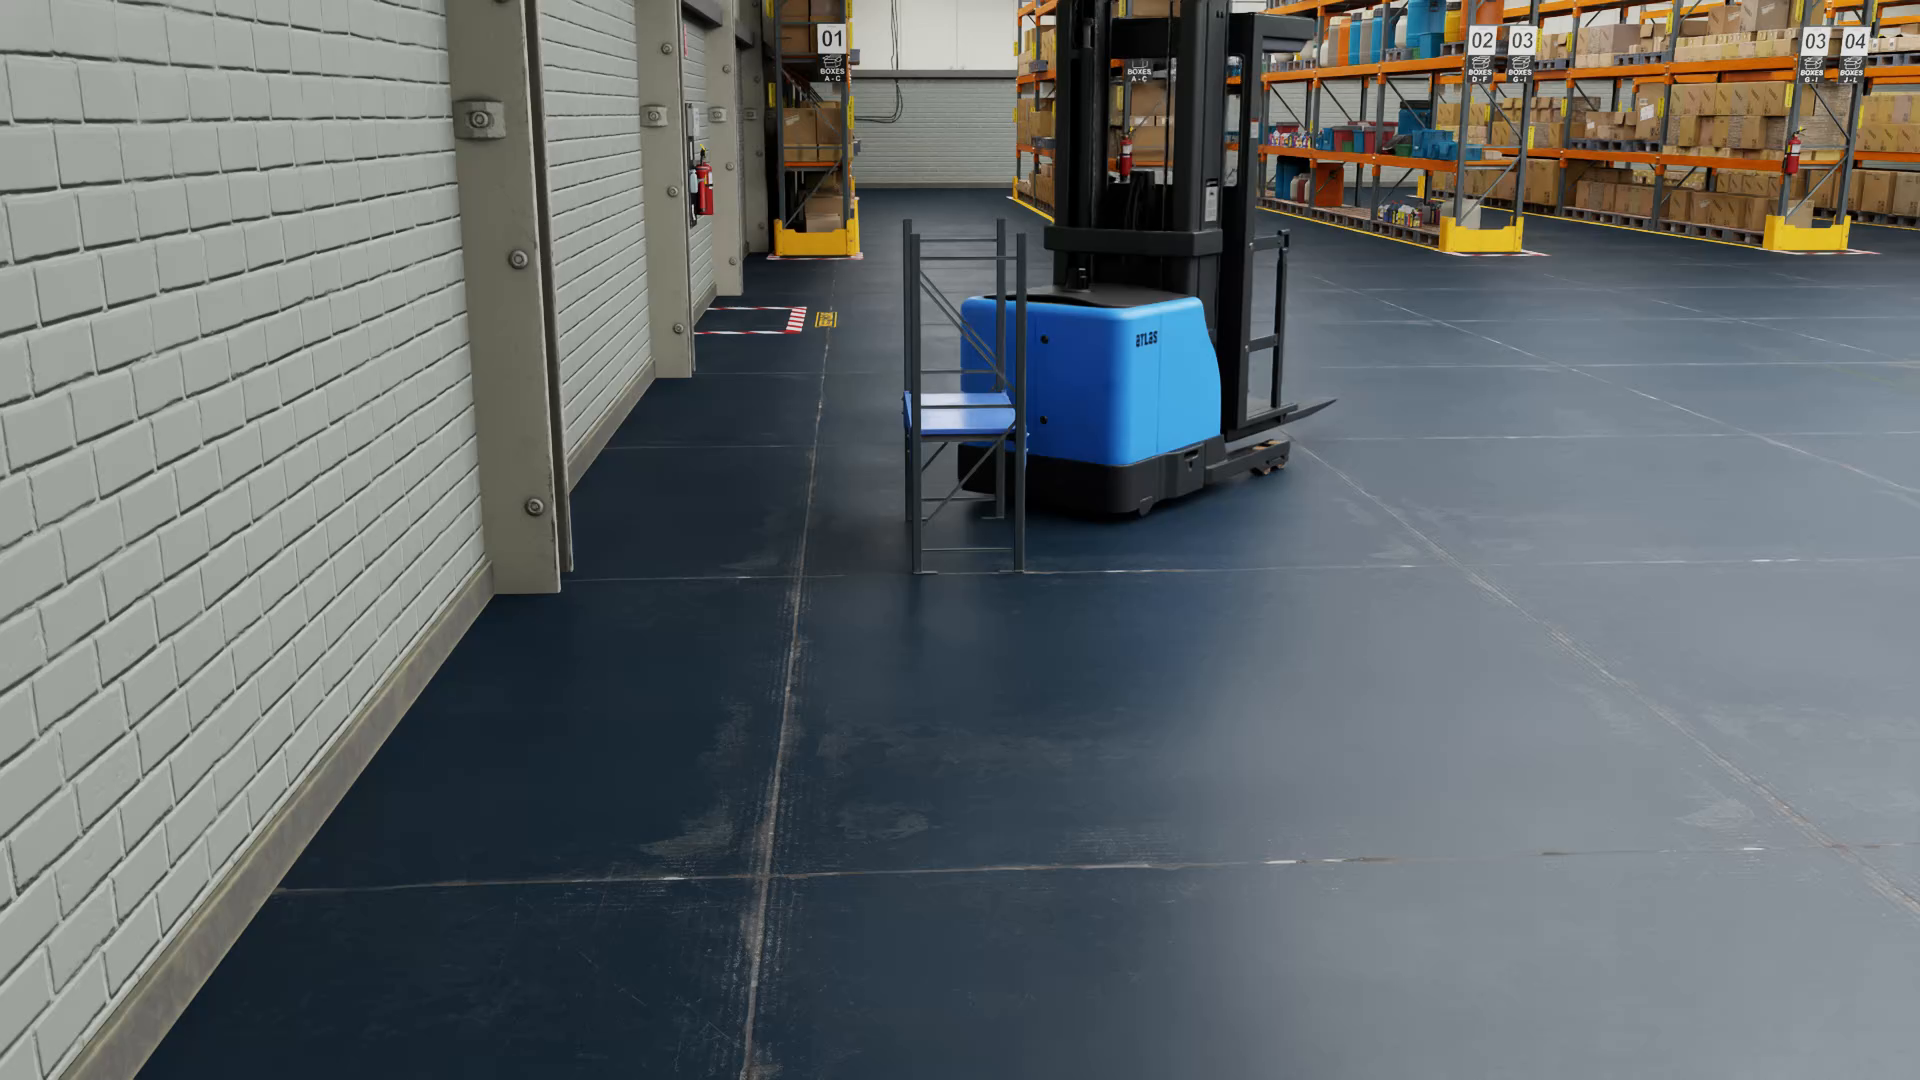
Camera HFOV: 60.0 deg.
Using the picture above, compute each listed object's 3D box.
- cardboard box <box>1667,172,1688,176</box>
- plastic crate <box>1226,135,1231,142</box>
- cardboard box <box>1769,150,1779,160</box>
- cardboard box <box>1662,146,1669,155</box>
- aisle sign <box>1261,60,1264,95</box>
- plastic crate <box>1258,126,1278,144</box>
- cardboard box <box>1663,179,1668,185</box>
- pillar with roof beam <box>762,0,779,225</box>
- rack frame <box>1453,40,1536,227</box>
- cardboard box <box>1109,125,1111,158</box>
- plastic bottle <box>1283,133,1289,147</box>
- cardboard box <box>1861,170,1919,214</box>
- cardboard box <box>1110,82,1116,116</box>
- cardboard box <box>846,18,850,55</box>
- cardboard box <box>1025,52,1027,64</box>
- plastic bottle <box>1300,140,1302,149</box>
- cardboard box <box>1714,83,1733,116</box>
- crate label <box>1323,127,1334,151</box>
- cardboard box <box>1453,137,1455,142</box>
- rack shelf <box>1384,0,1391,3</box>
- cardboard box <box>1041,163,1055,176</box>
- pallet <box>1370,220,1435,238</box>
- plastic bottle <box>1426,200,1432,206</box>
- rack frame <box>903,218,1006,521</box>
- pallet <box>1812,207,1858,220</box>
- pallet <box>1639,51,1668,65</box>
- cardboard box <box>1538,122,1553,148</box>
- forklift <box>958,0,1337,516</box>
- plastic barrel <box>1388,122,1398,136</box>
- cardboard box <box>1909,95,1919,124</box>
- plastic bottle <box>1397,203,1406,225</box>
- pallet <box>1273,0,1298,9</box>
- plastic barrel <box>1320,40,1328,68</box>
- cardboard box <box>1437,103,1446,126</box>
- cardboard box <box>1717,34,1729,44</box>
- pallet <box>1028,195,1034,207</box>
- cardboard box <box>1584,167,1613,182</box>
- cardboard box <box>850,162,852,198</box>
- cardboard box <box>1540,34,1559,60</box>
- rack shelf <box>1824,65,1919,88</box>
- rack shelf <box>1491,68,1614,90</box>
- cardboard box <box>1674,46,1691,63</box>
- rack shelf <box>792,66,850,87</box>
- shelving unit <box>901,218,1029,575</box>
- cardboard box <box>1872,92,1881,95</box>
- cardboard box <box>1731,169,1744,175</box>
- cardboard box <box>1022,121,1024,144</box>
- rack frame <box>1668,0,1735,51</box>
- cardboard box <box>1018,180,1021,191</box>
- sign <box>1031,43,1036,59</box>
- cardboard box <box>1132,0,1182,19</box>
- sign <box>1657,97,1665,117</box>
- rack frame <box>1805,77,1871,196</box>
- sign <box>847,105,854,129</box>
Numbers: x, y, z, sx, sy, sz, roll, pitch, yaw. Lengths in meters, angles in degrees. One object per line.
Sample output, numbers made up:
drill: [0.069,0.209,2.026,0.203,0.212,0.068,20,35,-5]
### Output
cardboard box: [16.604,-8.436,38.477,0.380,0.149,0.250,-1,14,-3]
plastic crate: [6.422,-9.474,39.238,0.250,0.136,0.298,-1,14,-3]
cardboard box: [12.494,-5.826,25.154,0.380,0.149,0.250,-1,14,-3]
cardboard box: [12.198,-6.633,28.289,0.380,0.149,0.250,-1,14,-3]
aisle sign: [7.086,-11.002,39.549,0.394,0.787,0.004,-1,14,-3]
plastic crate: [6.676,-8.858,36.345,0.392,0.384,0.575,-1,14,-3]
cardboard box: [16.615,-8.355,38.763,0.380,0.149,0.250,0,14,-1]
pillar with roof beam: [0.919,-10.213,29.661,9.100,9.000,0.400,-1,14,-3]
rack frame: [7.789,-5.741,24.320,1.000,3.000,0.127,-1,14,-3]
cardboard box: [2.697,-6.343,26.457,0.700,0.500,0.500,-1,14,-3]
plastic bottle: [6.766,-8.257,34.345,0.152,0.276,0.135,-1,14,-3]
cardboard box: [17.257,-6.371,30.439,1.050,0.750,0.750,-1,14,-3]
cardboard box: [2.724,-6.852,25.835,0.700,0.500,0.500,-1,14,-3]
cardboard box: [-1.868,-7.320,24.197,0.500,0.500,0.500,0,14,0]
cardboard box: [1.714,-10.762,37.112,0.500,0.250,0.500,-1,14,-3]
plastic bottle: [6.821,-7.888,33.061,0.097,0.201,0.097,0,14,0]
cardboard box: [12.364,-7.000,26.410,0.500,0.500,0.500,-1,14,-3]
crate label: [7.085,-7.497,31.072,0.502,0.435,0.616,-1,14,-3]
cardboard box: [11.531,-9.199,38.265,0.380,0.149,0.250,-1,14,-5]
rack shelf: [7.665,-8.602,25.645,1.077,0.370,4.000,-1,14,-3]
cardboard box: [1.950,-7.643,34.340,0.500,0.250,0.500,-1,14,-3]
pallet: [7.541,-5.218,27.882,1.003,0.211,1.213,-1,14,-3]
plastic bottle: [7.869,-5.510,27.857,0.144,0.351,0.185,-1,14,-5]
rack frame: [-0.026,-0.832,8.248,0.500,1.500,0.032,-1,14,-3]
pallet: [17.167,-6.311,32.131,1.003,0.211,1.213,-1,14,-3]
pallet: [12.553,-8.329,28.737,1.213,0.211,1.003,-1,14,-3]
cardboard box: [11.934,-8.099,33.282,0.500,0.500,0.500,-1,14,-4]
forklift: [1.258,-1.853,9.346,1.130,2.935,3.031,10,18,35]
plastic barrel: [7.701,-7.043,29.108,0.433,0.535,0.433,0,14,0]
cardboard box: [17.371,-7.648,29.523,0.700,0.500,0.500,-1,14,-4]
plastic bottle: [7.215,-5.306,27.063,0.144,0.351,0.185,-1,14,-4]
pallet: [7.128,-11.140,34.447,1.003,0.211,1.213,-1,14,-3]
plastic barrel: [7.007,-9.156,31.347,0.421,0.512,0.421,0,14,0]
cardboard box: [11.533,-9.984,39.008,0.500,0.500,0.500,-1,14,-5]
cardboard box: [12.316,-7.976,26.488,0.380,0.149,0.250,-1,14,-5]
pallet: [2.060,-7.470,36.637,1.003,0.211,1.213,-1,14,-3]
cardboard box: [12.308,-7.007,31.868,0.500,0.250,0.500,0,14,-1]
cardboard box: [-2.614,-7.354,34.061,0.750,0.750,0.750,0,14,-2]
cardboard box: [11.986,-9.876,33.326,0.500,0.500,0.500,0,14,0]
rack shelf: [17.318,-8.466,30.333,1.077,0.370,4.000,-1,14,-3]
rack shelf: [12.113,-9.409,33.999,1.077,0.370,4.000,-1,14,-3]
cardboard box: [12.257,-8.077,27.678,0.500,0.250,0.500,-1,15,-6]
rack shelf: [-2.471,-8.185,29.241,1.077,0.370,4.000,-1,14,-3]
shelving unit: [0.005,-0.705,7.757,0.538,1.500,1.048,-1,14,-3]
cardboard box: [21.432,-10.318,38.598,0.380,0.149,0.250,-1,14,-5]
cardboard box: [16.763,-7.889,35.338,0.500,0.250,0.500,0,14,-2]
cardboard box: [1.684,-9.326,38.051,0.500,0.500,0.500,-1,14,-4]
rack frame: [12.485,-9.718,27.736,1.000,3.000,0.127,-1,14,-3]
cardboard box: [1.635,-8.262,38.754,0.500,0.250,0.500,-1,14,-3]
sign: [1.561,-10.343,35.148,0.100,0.325,0.005,-1,14,-3]
cardboard box: [2.814,-7.582,24.126,0.797,0.503,0.637,0,14,0]
sign: [11.931,-7.364,28.303,0.100,0.325,0.005,-1,14,-3]
rack frame: [17.194,-7.859,32.550,1.000,3.000,0.127,-1,14,-3]
sign: [-1.557,-6.016,23.651,0.100,0.325,0.005,-1,14,-3]
